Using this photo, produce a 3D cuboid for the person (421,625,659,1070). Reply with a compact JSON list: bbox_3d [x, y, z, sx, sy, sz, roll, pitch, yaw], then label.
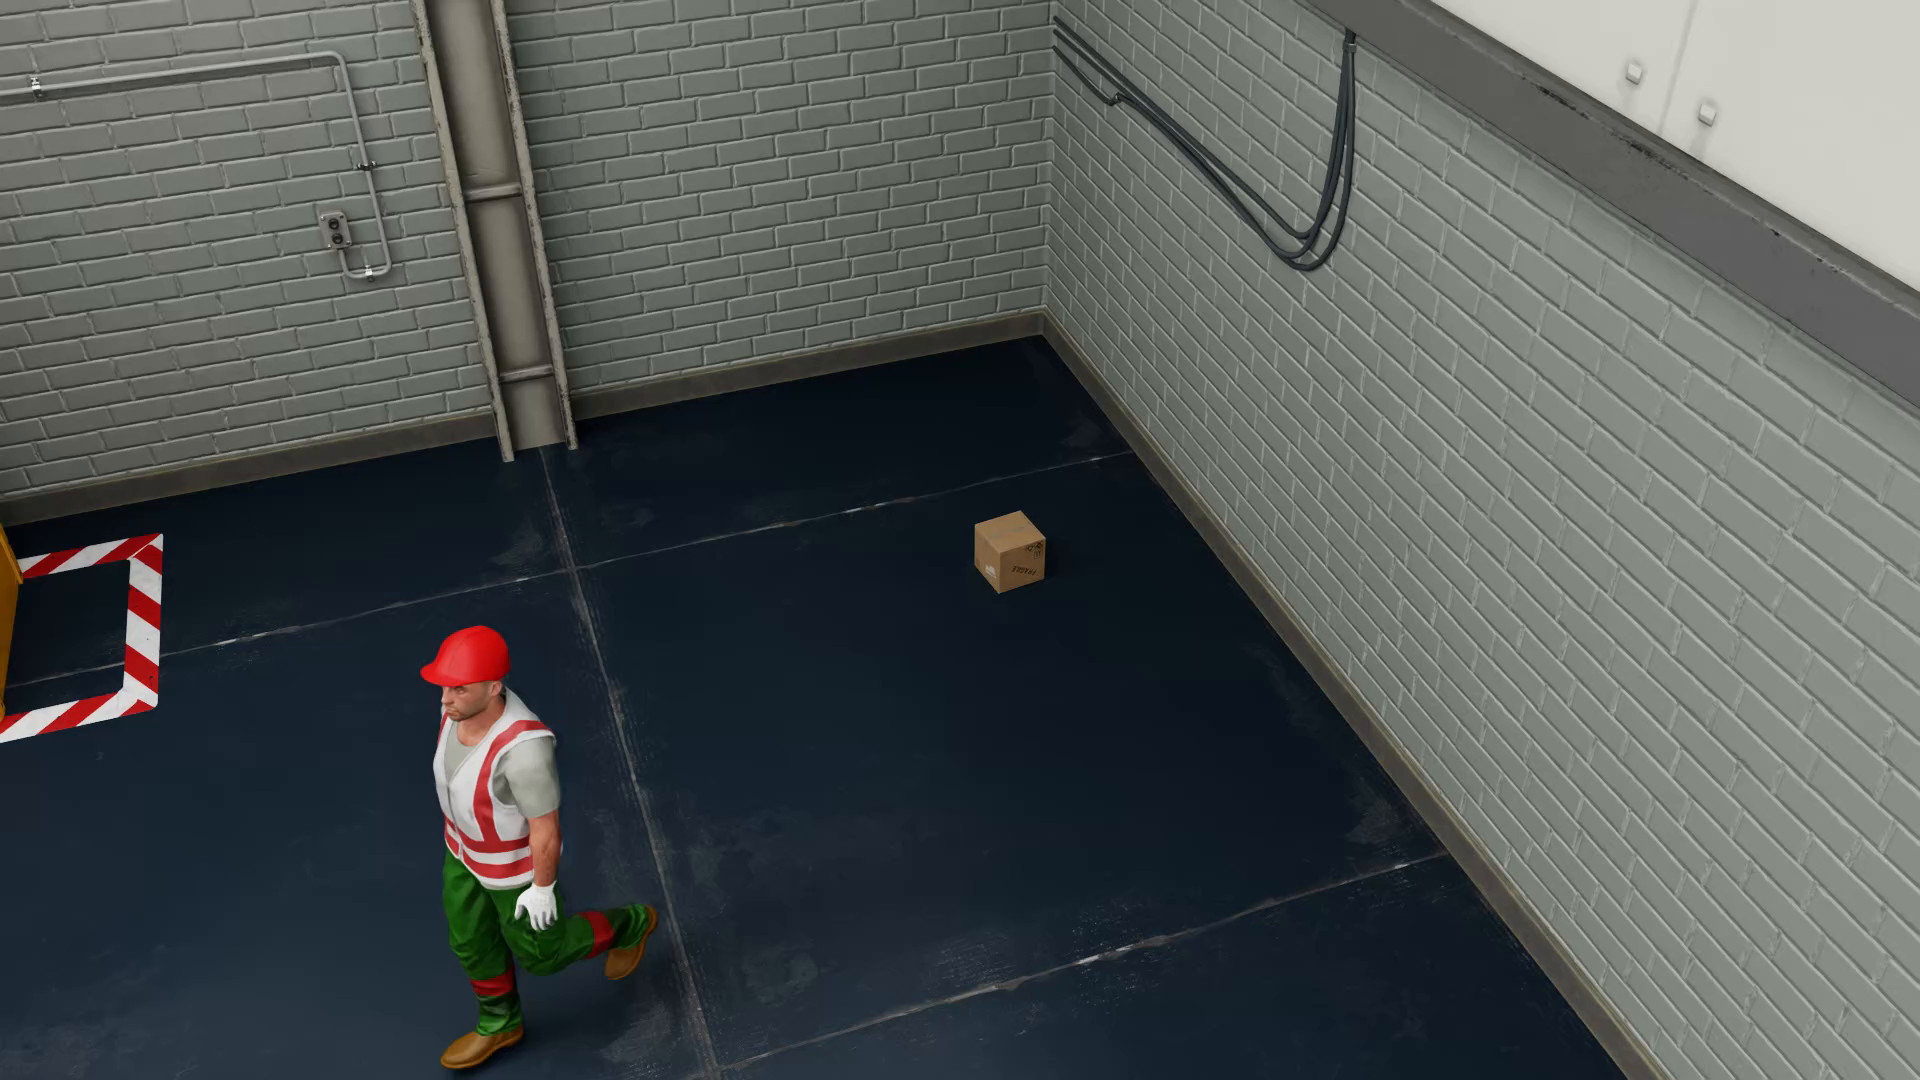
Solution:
[{"bbox_3d":[-1.451,0.996,5.447,0.555,1.766,0.842,30,47,33],"label":"person"}]
